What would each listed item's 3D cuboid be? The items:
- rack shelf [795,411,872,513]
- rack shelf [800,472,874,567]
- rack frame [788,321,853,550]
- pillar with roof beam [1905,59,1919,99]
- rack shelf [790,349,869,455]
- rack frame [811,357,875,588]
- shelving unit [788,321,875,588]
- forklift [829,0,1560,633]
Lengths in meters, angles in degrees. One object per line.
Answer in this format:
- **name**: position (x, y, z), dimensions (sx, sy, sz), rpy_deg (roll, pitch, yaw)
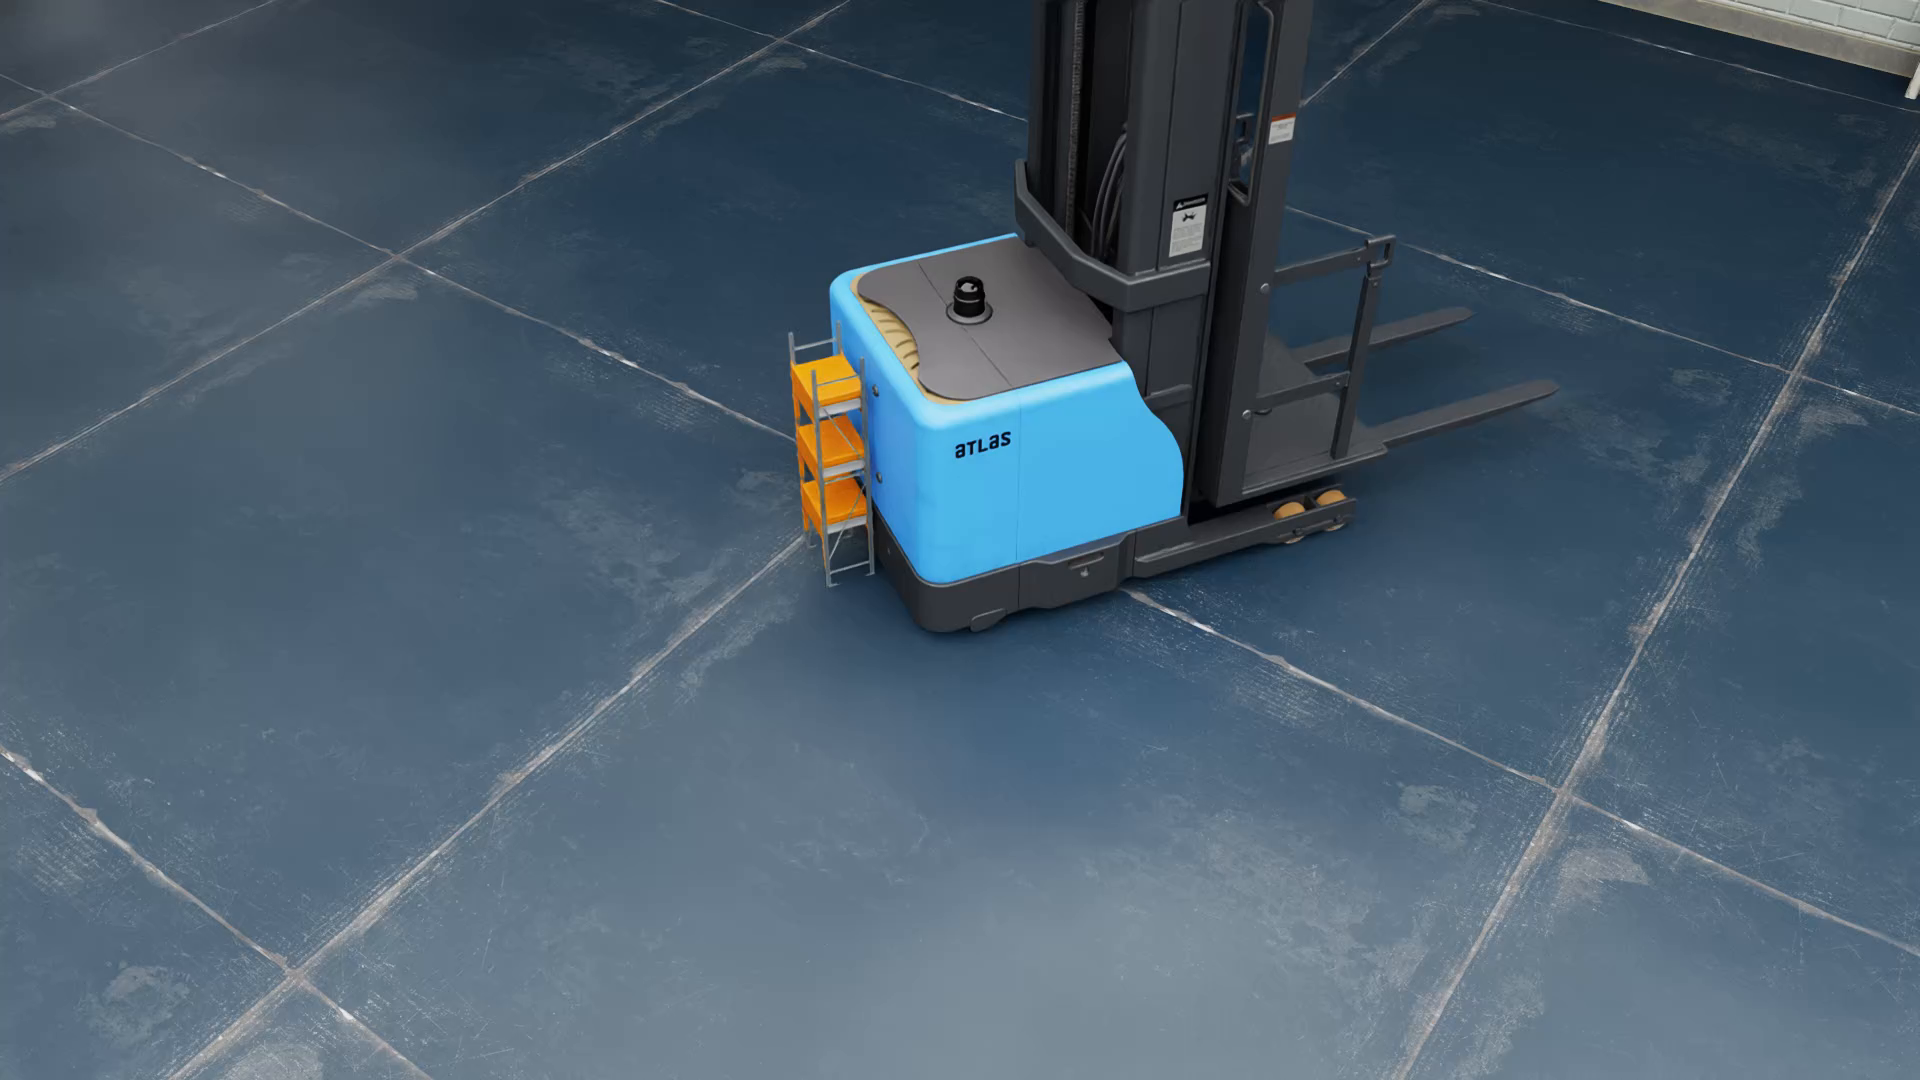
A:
- **rack shelf**: position (-0.480, -0.298, 6.312), dimensions (0.215, 0.259, 0.240), rpy_deg (-16, 44, -17)
- **rack shelf**: position (-0.480, -0.091, 6.497), dimensions (0.215, 0.259, 0.240), rpy_deg (-16, 44, -17)
- **rack frame**: position (-0.528, -0.381, 6.388), dimensions (0.200, 1.050, 0.008), rpy_deg (-16, 44, -17)
- **pillar with roof beam**: position (3.239, -3.575, 3.996), dimensions (0.400, 9.000, 9.100), rpy_deg (25, 48, 25)
- **rack shelf**: position (-0.480, -0.509, 6.122), dimensions (0.215, 0.259, 0.240), rpy_deg (-16, 44, -17)
- **rack frame**: position (-0.432, -0.231, 6.221), dimensions (0.200, 1.050, 0.008), rpy_deg (-16, 44, -17)
- **shelving unit**: position (-0.480, -0.306, 6.304), dimensions (0.215, 1.050, 0.252), rpy_deg (-16, 44, -17)
- **forklift**: position (1.059, -1.387, 6.102), dimensions (3.031, 2.935, 1.130), rpy_deg (-16, 44, -17)
